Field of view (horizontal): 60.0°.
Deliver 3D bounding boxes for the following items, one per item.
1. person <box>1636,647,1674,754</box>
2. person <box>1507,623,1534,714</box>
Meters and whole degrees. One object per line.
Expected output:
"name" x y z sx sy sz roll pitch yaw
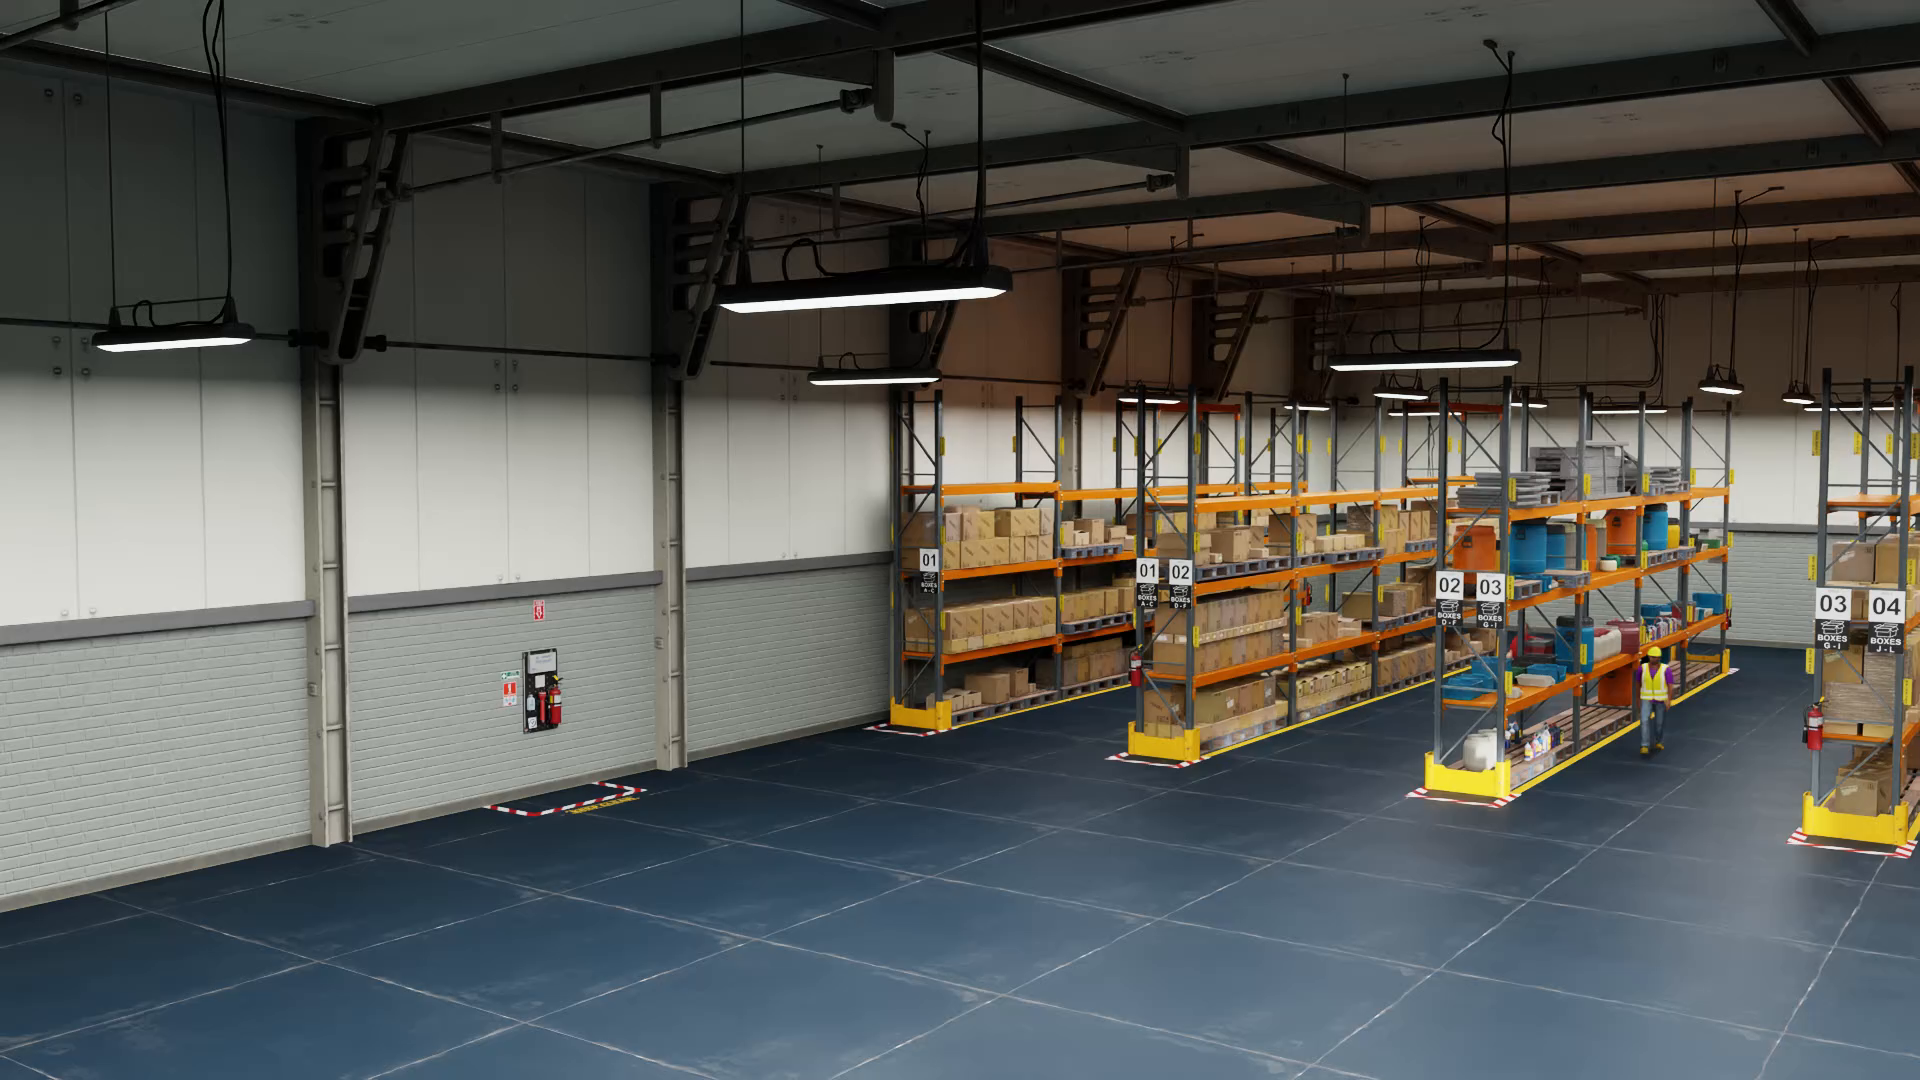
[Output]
"person" 11.279 2.601 27.030 0.588 1.716 1.010 2 4 27
"person" 10.558 2.386 31.236 0.616 1.658 1.071 3 4 44
